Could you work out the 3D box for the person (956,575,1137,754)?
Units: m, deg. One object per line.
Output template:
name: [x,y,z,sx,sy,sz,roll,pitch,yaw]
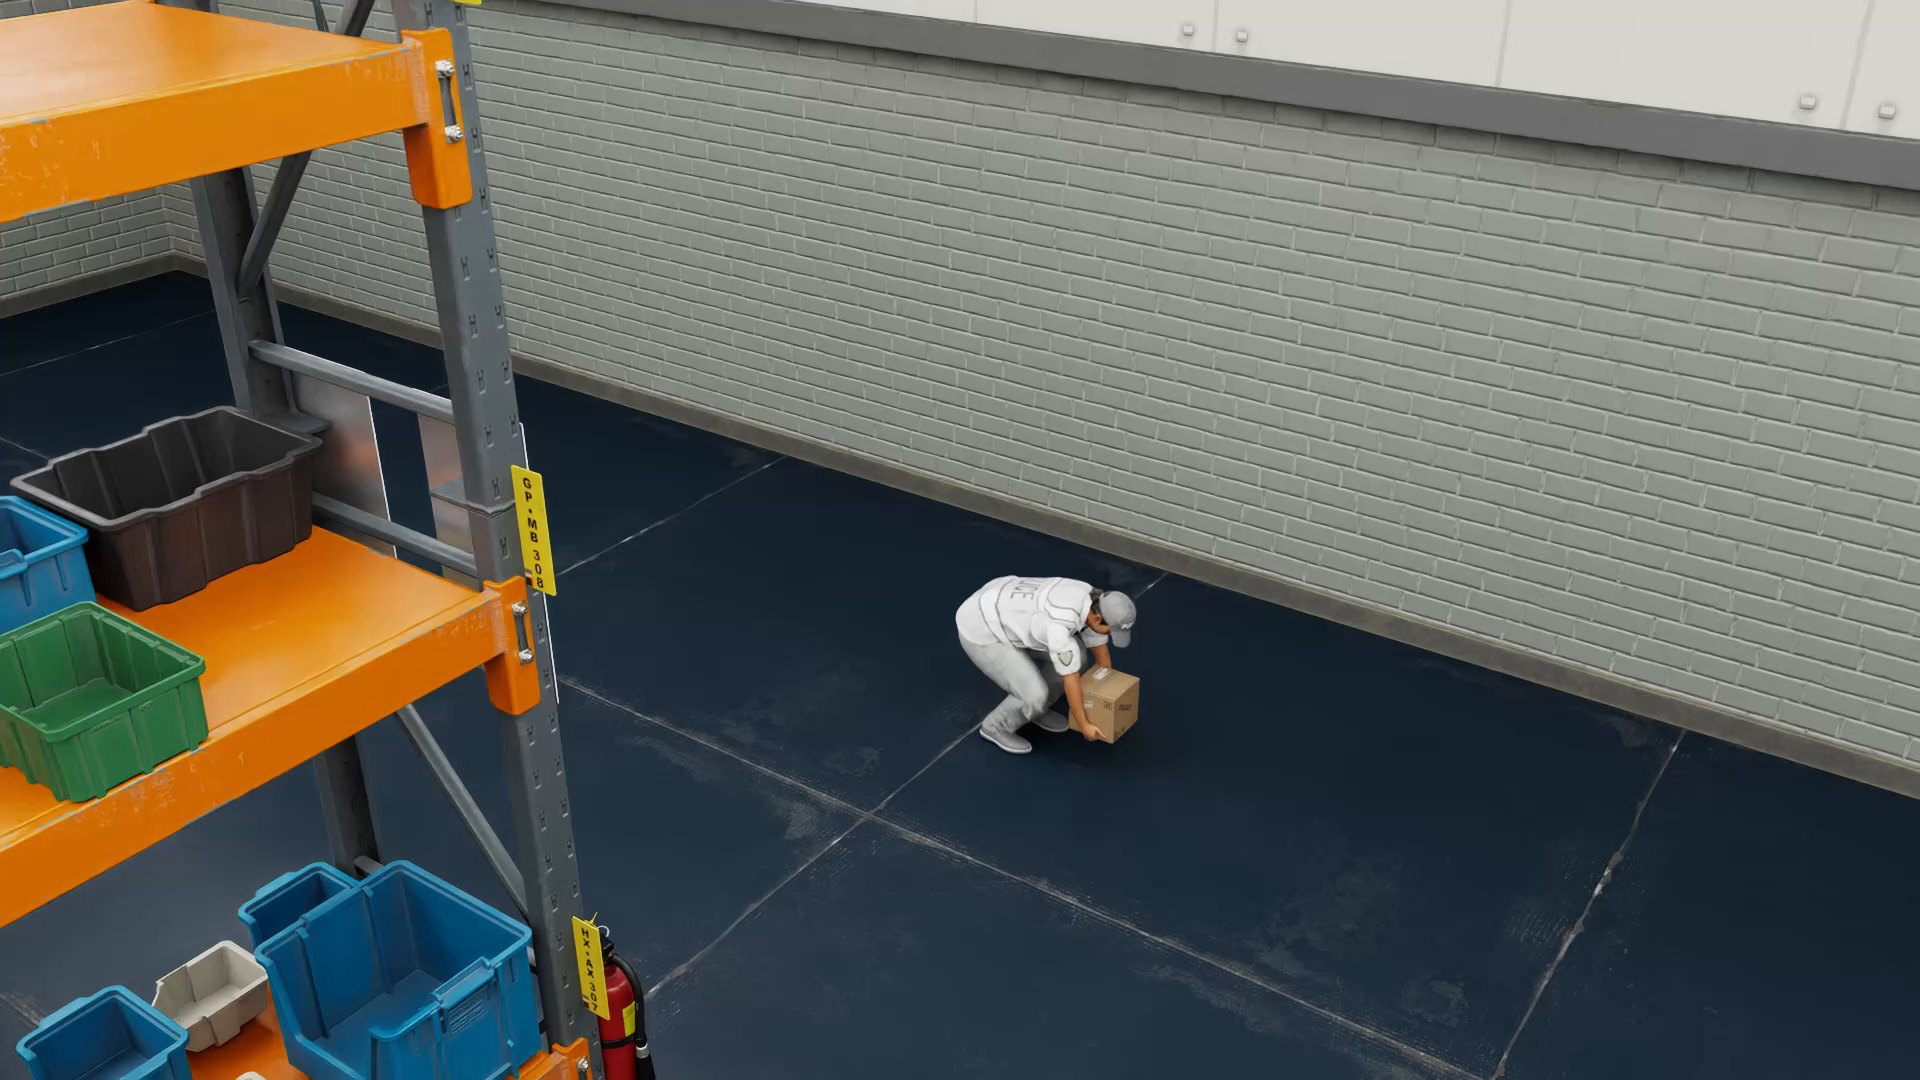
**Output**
person: [0.422,0.600,8.245,0.914,0.942,0.496,16,31,29]
